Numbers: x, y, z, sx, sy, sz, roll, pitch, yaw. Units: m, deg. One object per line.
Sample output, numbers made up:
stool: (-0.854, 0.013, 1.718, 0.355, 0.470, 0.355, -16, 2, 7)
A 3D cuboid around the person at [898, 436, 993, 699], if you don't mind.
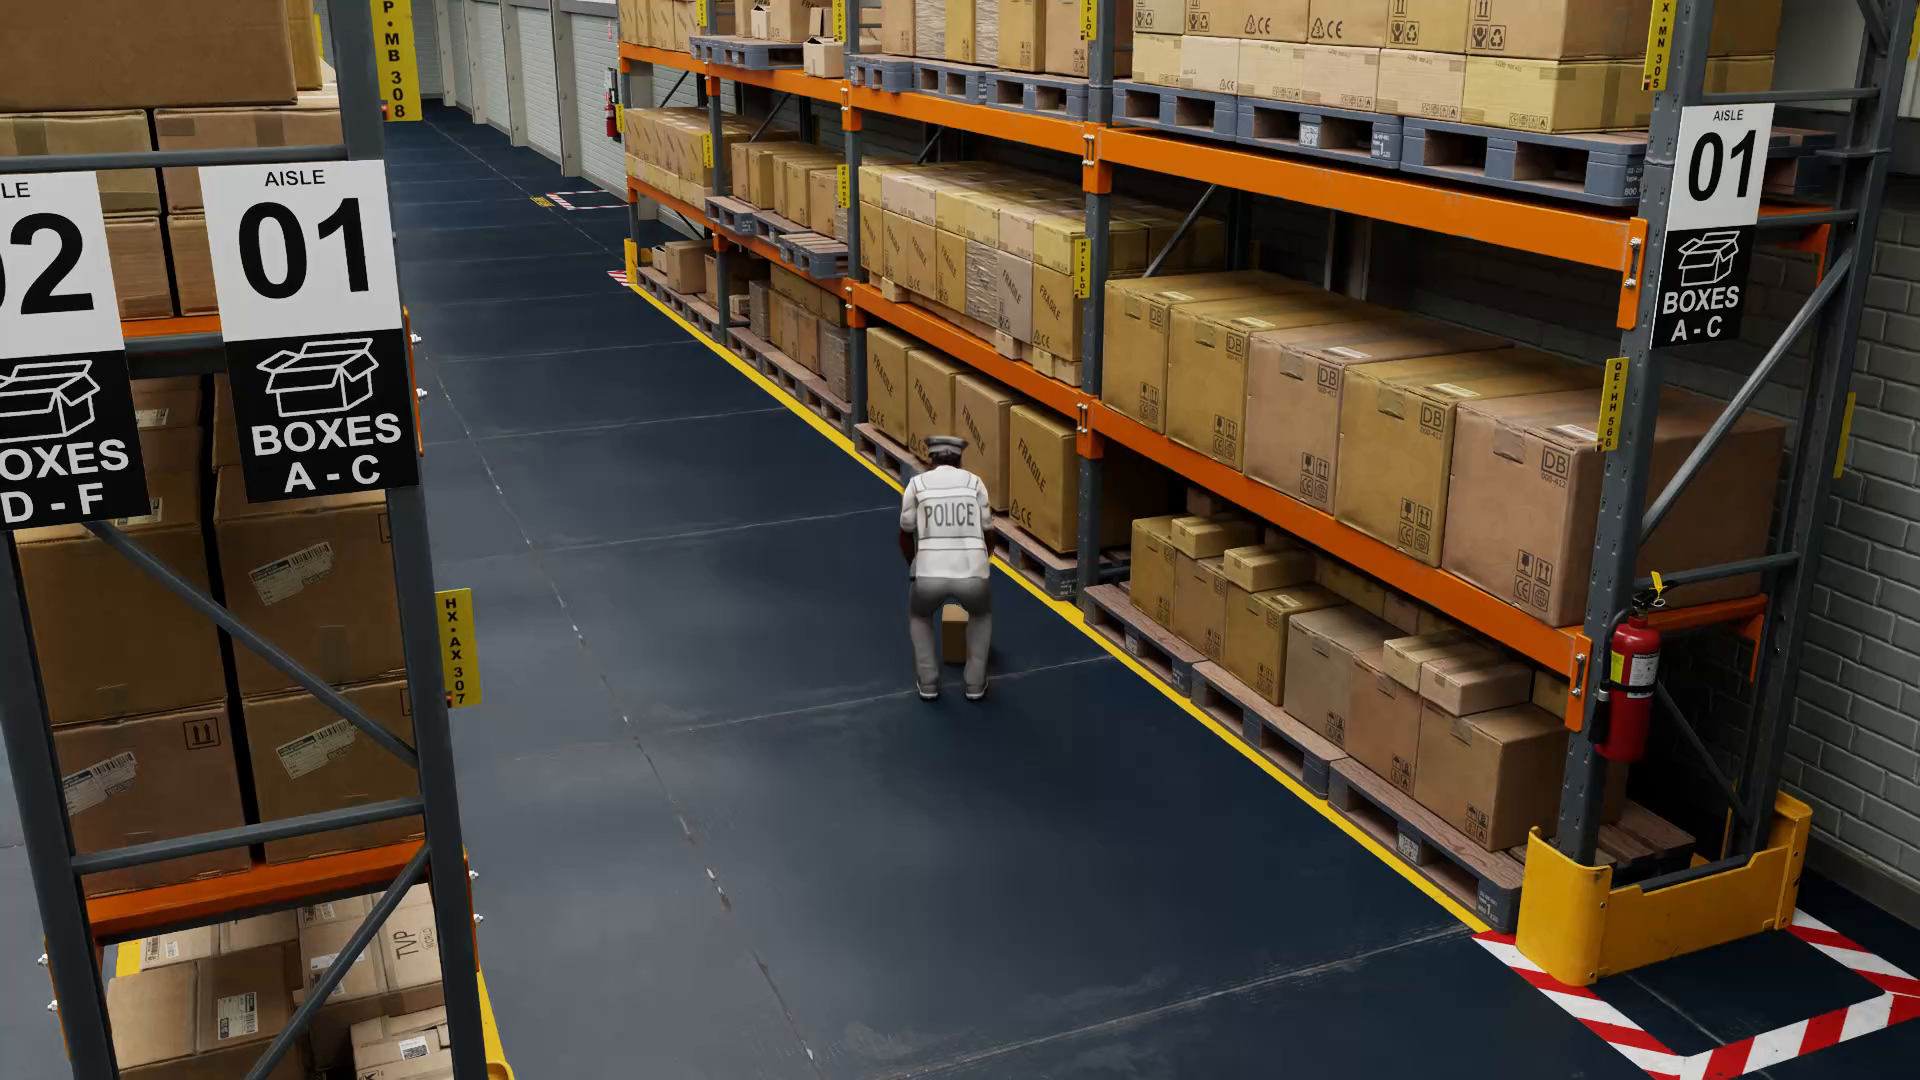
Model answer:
person: (-0.077, 0.148, 8.659, 0.496, 1.331, 0.741, 1, 19, 2)
